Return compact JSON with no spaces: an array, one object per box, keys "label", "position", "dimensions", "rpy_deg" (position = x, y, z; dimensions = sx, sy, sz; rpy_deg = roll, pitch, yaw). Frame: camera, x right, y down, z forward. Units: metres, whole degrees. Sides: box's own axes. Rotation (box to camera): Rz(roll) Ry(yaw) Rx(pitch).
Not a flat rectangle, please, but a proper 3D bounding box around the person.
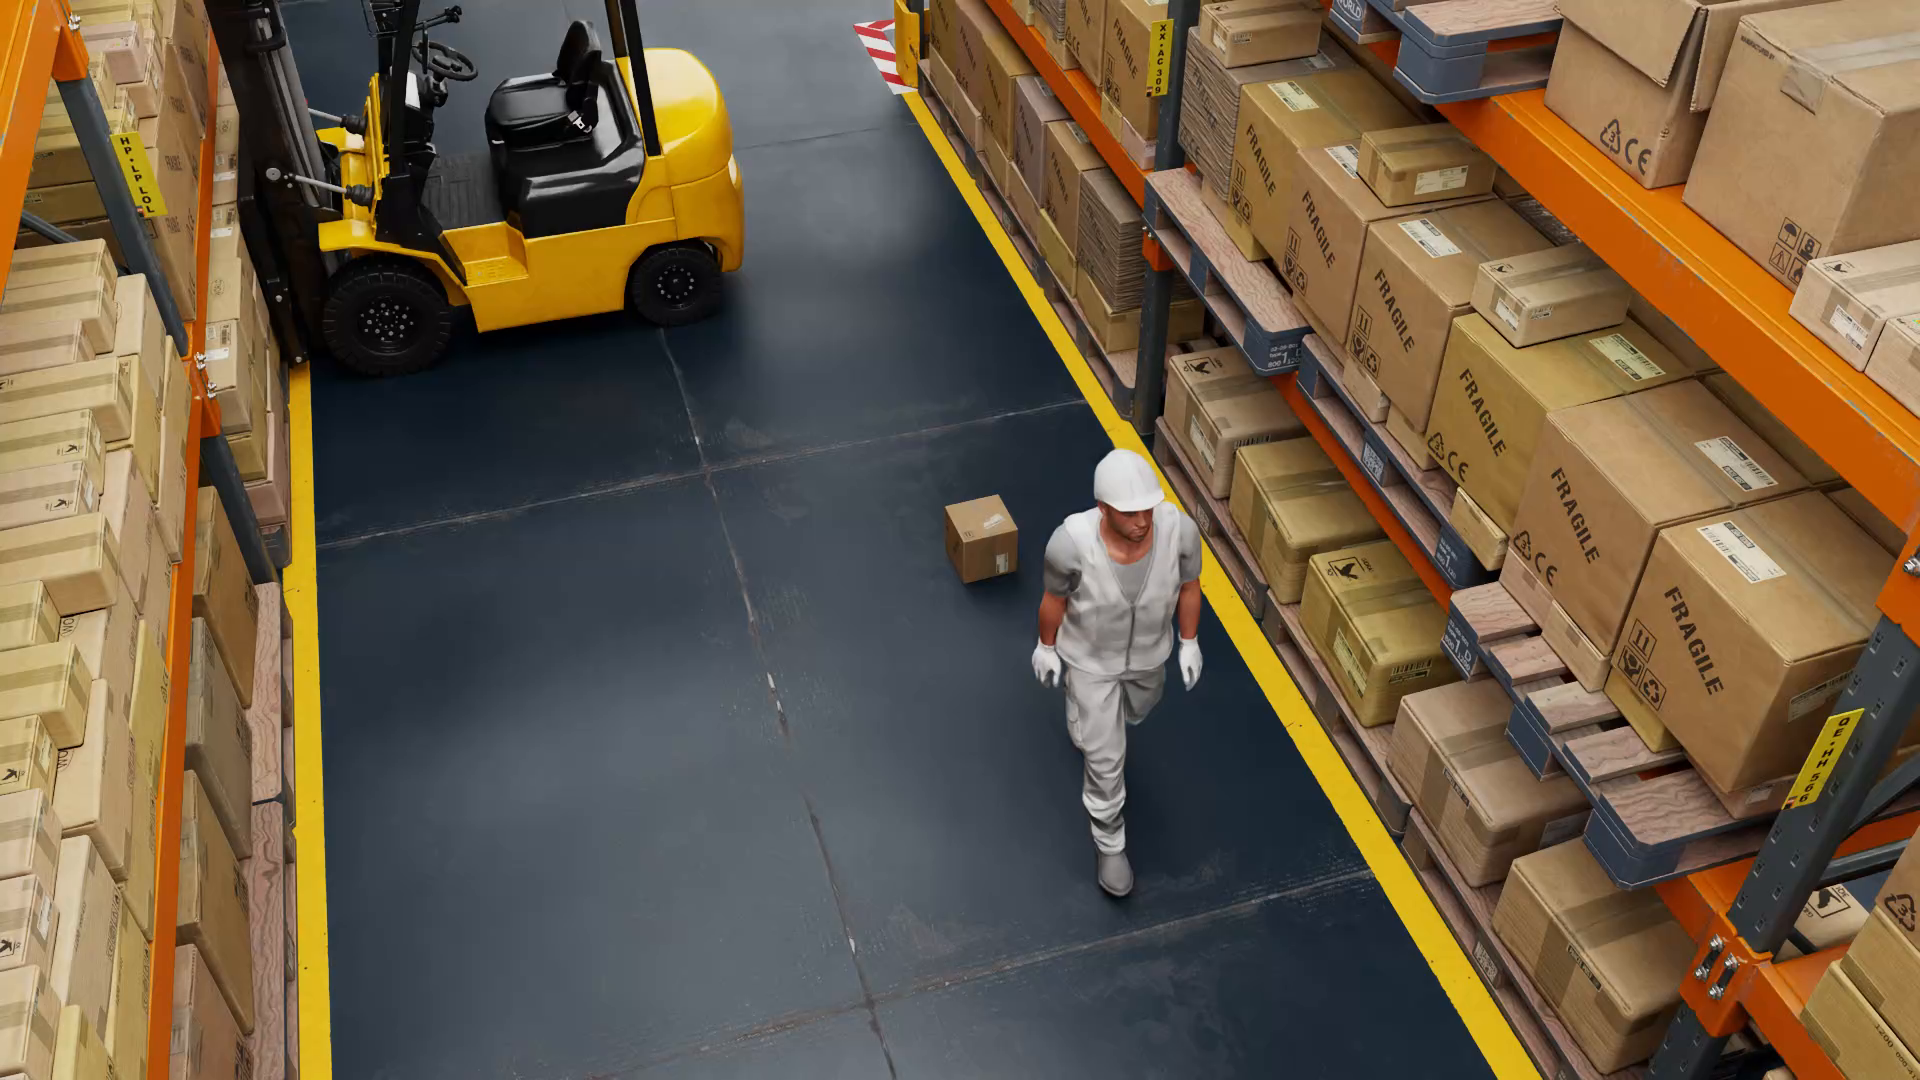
[{"label":"person","position":[6.756,-12.140,19.705],"dimensions":[22.066,1.772,33.645],"rpy_deg":[-10,43,-11]}]
